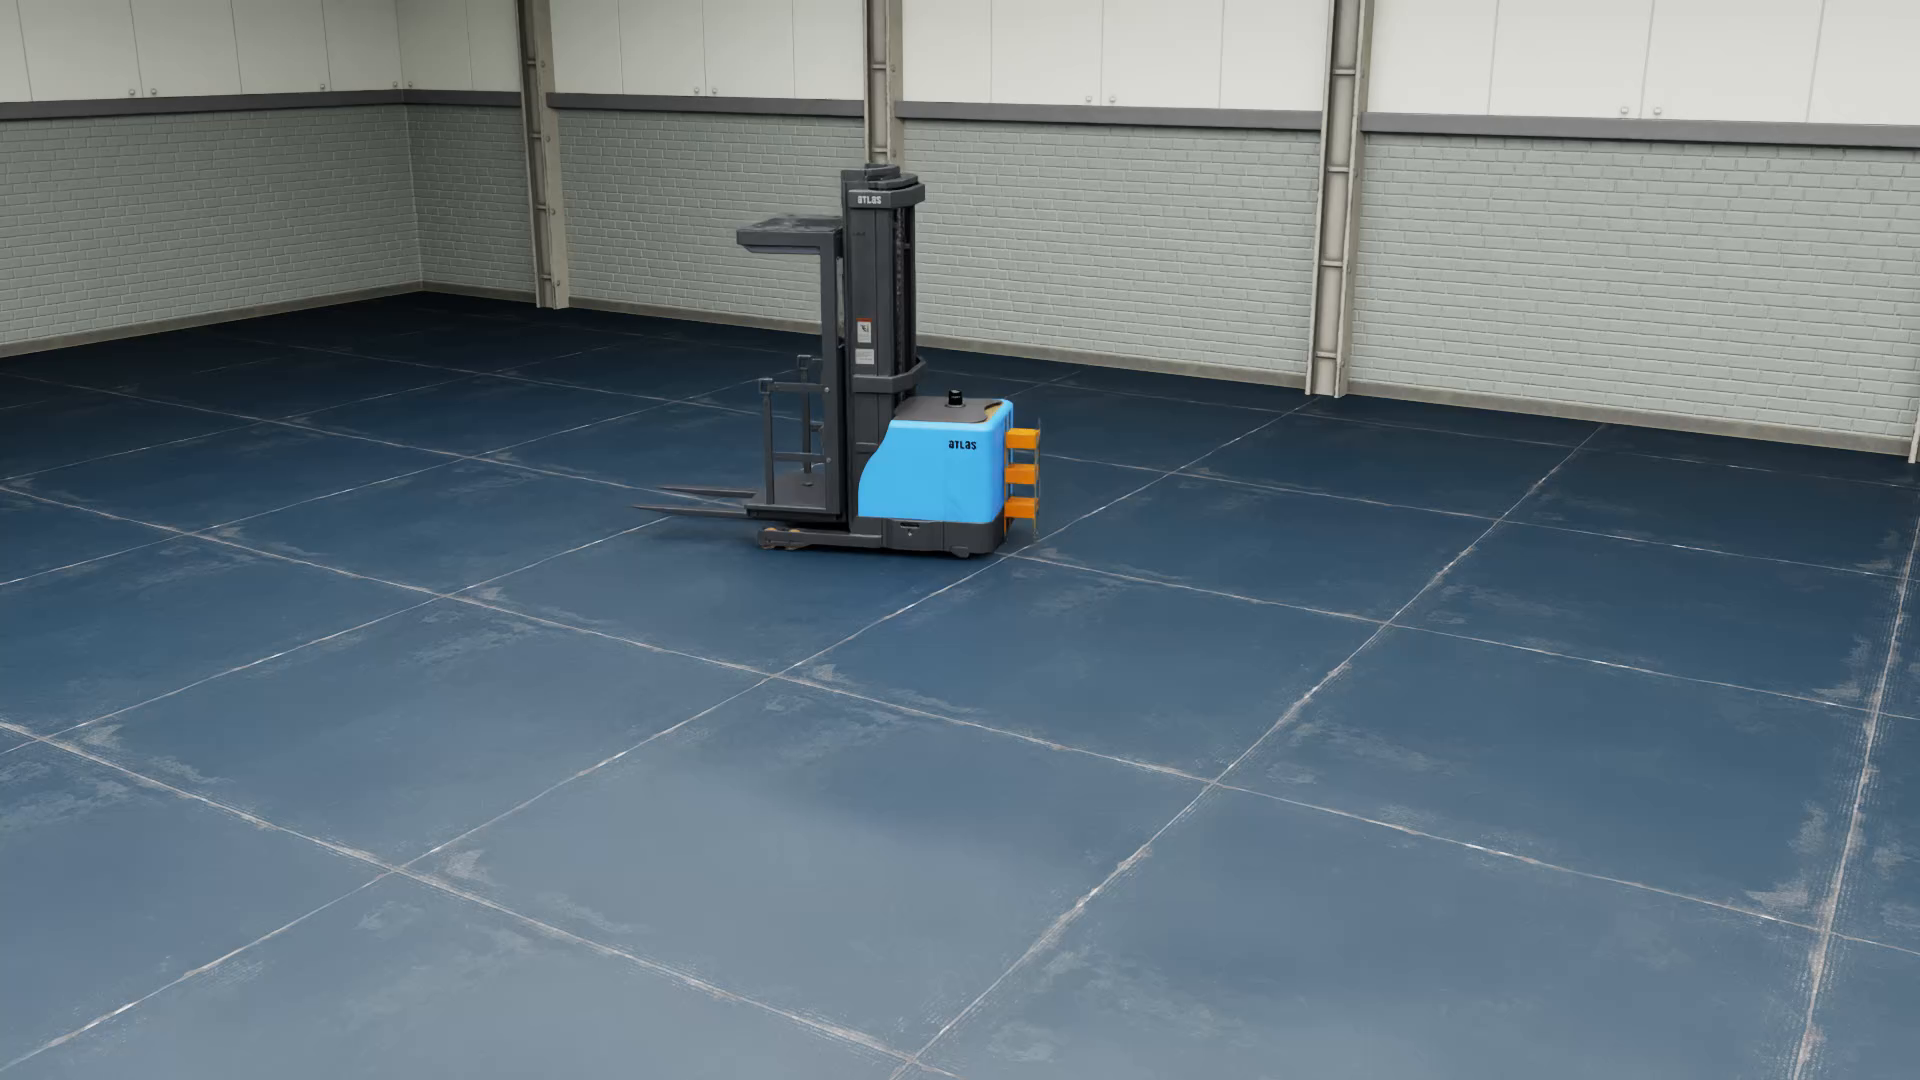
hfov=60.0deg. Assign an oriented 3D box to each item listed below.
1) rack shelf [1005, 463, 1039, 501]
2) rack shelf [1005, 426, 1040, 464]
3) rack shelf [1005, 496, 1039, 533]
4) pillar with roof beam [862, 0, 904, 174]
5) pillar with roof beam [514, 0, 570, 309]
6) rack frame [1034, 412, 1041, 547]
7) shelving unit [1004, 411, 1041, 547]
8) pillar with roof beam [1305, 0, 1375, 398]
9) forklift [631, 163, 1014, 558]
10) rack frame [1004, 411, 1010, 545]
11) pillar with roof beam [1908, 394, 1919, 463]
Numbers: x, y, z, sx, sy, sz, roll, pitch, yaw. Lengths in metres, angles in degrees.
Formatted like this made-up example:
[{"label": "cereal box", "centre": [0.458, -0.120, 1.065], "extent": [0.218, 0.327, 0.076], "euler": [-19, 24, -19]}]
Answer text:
[{"label": "rack shelf", "centre": [0.493, -0.471, 13.162], "extent": [0.240, 0.259, 0.215], "euler": [4, 17, 11]}, {"label": "rack shelf", "centre": [0.493, -0.742, 13.079], "extent": [0.240, 0.259, 0.215], "euler": [4, 17, 11]}, {"label": "rack shelf", "centre": [0.493, -0.205, 13.242], "extent": [0.240, 0.259, 0.215], "euler": [4, 17, 11]}, {"label": "pillar with roof beam", "centre": [-3.215, -5.811, 17.028], "extent": [0.400, 9.000, 9.100], "euler": [10, 20, 30]}, {"label": "pillar with roof beam", "centre": [-8.327, -6.724, 20.033], "extent": [0.400, 9.000, 9.100], "euler": [10, 20, 30]}, {"label": "rack frame", "centre": [0.613, -0.474, 13.134], "extent": [0.008, 1.050, 0.200], "euler": [4, 17, 11]}, {"label": "shelving unit", "centre": [0.493, -0.481, 13.159], "extent": [0.252, 1.050, 0.215], "euler": [4, 17, 11]}, {"label": "pillar with roof beam", "centre": [1.898, -4.898, 14.024], "extent": [0.400, 9.000, 9.100], "euler": [10, 20, 30]}, {"label": "forklift", "centre": [-1.127, -1.465, 13.161], "extent": [3.031, 2.935, 1.130], "euler": [4, 17, 11]}, {"label": "rack frame", "centre": [0.374, -0.488, 13.183], "extent": [0.008, 1.050, 0.200], "euler": [4, 17, 11]}, {"label": "pillar with roof beam", "centre": [7.011, -3.986, 11.019], "extent": [0.400, 9.000, 9.100], "euler": [10, 20, 30]}]
